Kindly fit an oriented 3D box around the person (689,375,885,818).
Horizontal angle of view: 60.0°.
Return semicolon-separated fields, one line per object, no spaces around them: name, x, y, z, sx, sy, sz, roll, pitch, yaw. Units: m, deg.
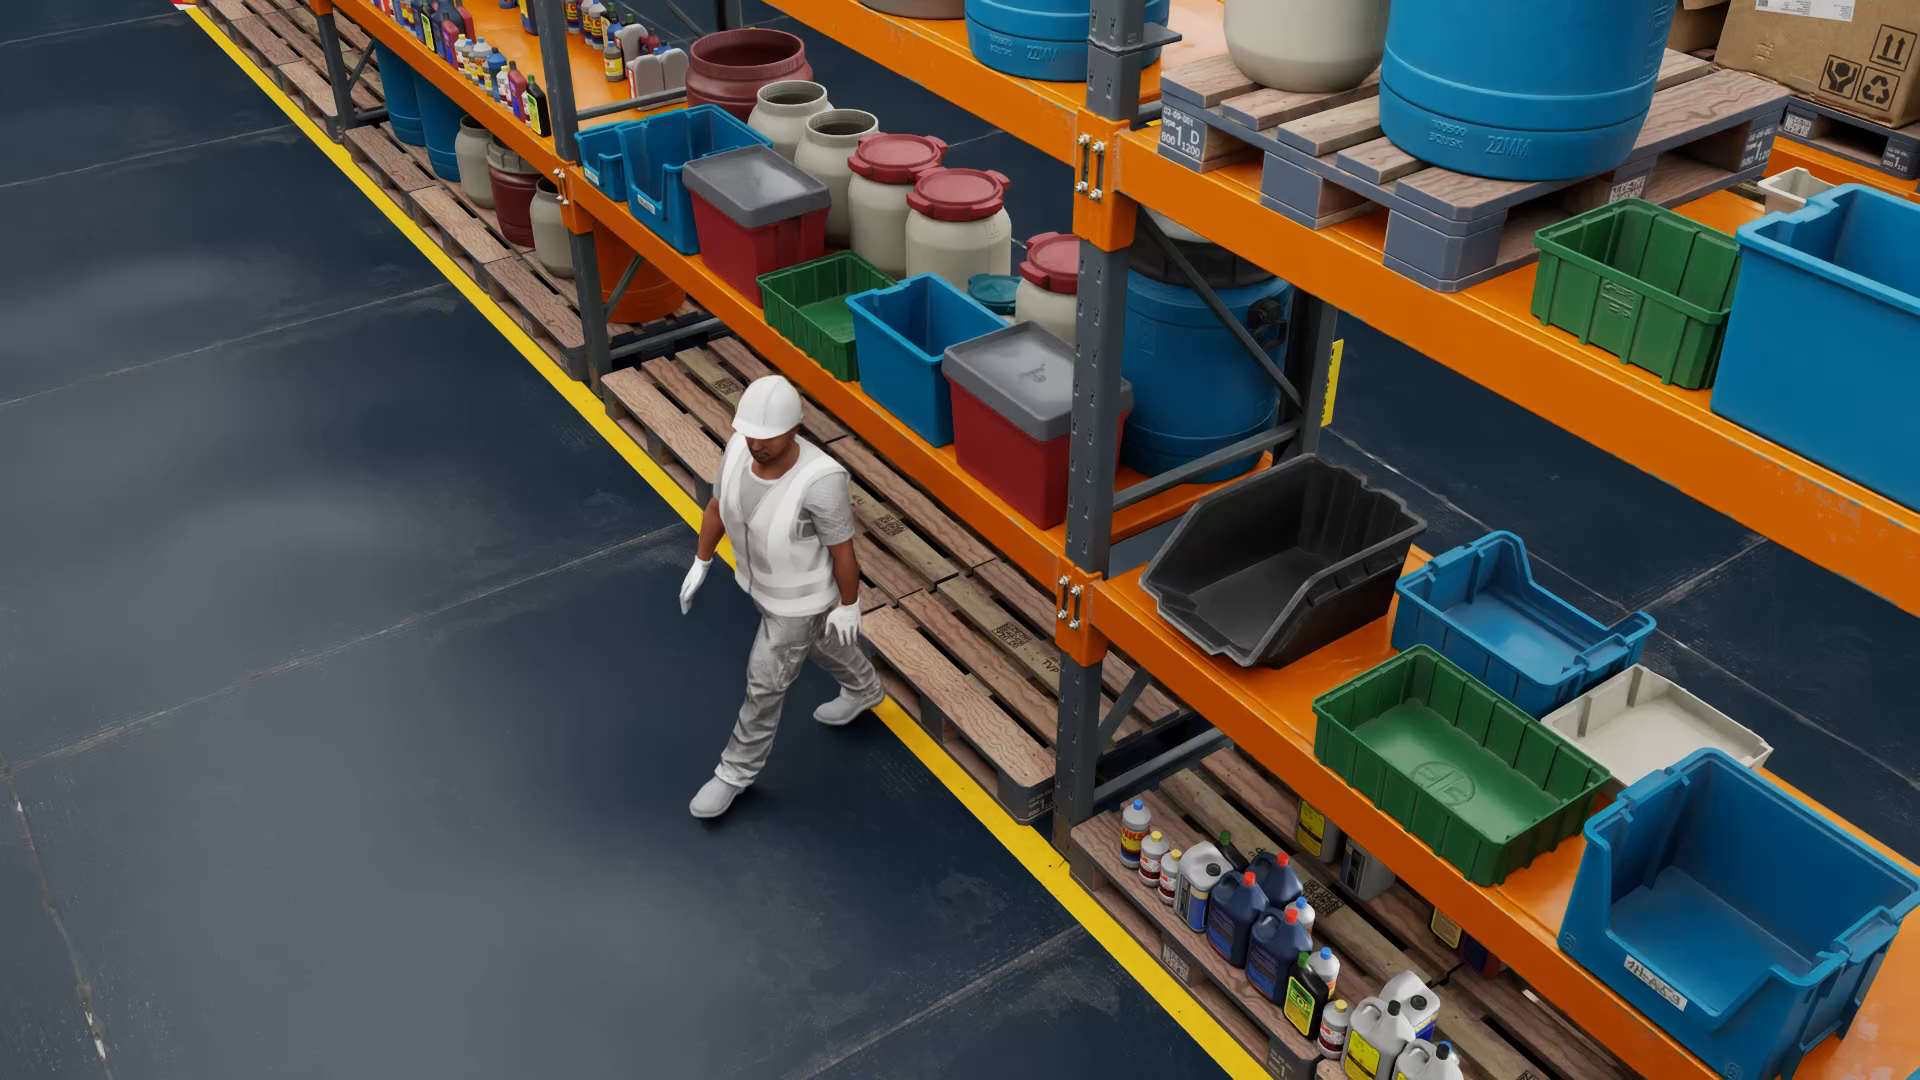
person;-0.652;0.165;5.960;0.959;1.749;0.577;-26;43;-31
